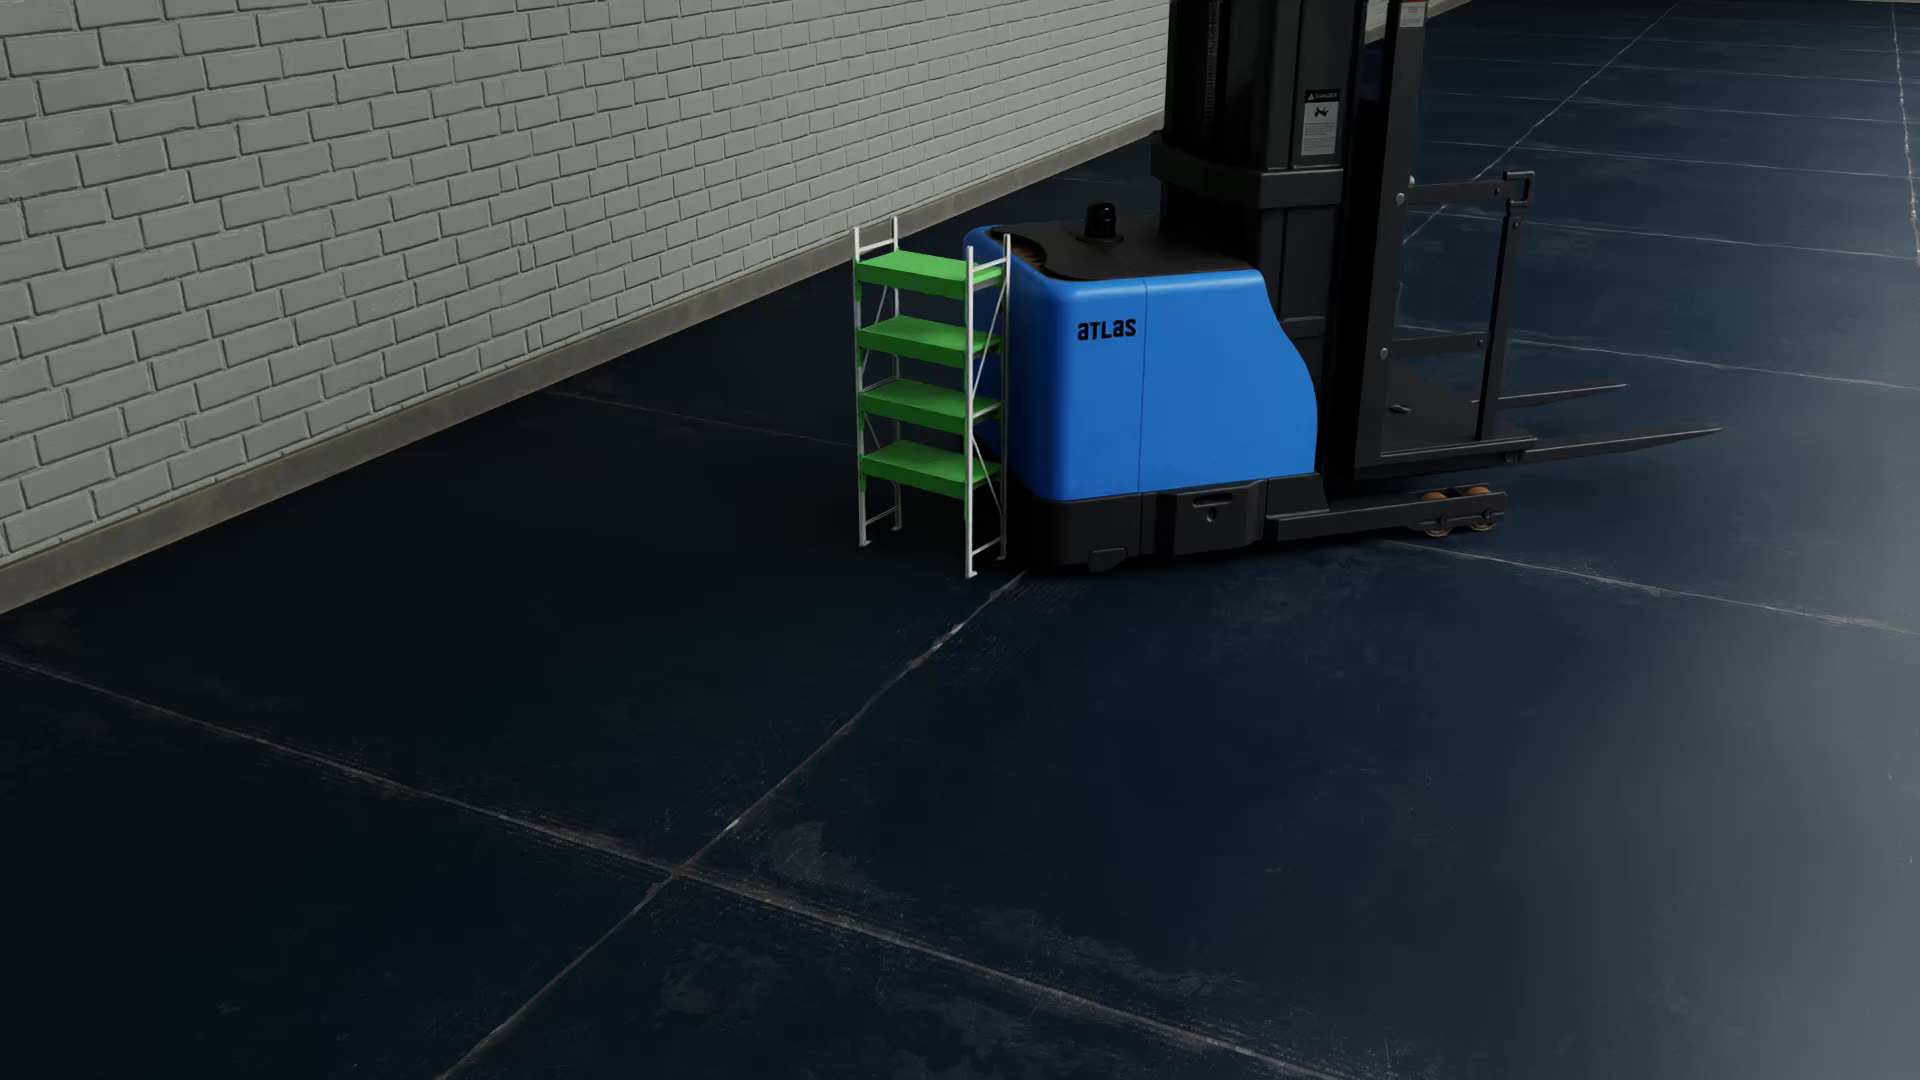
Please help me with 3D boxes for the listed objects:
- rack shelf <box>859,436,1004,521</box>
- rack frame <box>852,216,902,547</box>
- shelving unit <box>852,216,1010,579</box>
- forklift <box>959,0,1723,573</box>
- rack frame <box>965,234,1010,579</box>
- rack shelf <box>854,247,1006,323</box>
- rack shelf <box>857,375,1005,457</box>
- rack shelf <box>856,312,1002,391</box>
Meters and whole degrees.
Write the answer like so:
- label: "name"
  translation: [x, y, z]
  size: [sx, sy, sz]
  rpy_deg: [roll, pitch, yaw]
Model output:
- label: "rack shelf"
  translation: [-0.102, -0.230, 6.068]
  size: [0.480, 0.148, 0.258]
  rpy_deg: [16, 28, 33]
- label: "rack frame"
  translation: [-0.300, -0.566, 6.081]
  size: [0.015, 1.200, 0.240]
  rpy_deg: [16, 28, 33]
- label: "shelving unit"
  translation: [-0.102, -0.510, 5.949]
  size: [0.503, 1.200, 0.258]
  rpy_deg: [16, 28, 33]
- label: "forklift"
  translation: [1.573, -1.550, 6.184]
  size: [3.031, 2.935, 1.130]
  rpy_deg: [-7, 24, -16]
- label: "rack frame"
  translation: [0.096, -0.454, 5.817]
  size: [0.015, 1.200, 0.240]
  rpy_deg: [16, 28, 33]
- label: "rack shelf"
  translation: [-0.102, -0.893, 5.786]
  size: [0.480, 0.148, 0.258]
  rpy_deg: [16, 28, 33]
- label: "rack shelf"
  translation: [-0.102, -0.451, 5.974]
  size: [0.480, 0.148, 0.258]
  rpy_deg: [16, 28, 33]
- label: "rack shelf"
  translation: [-0.102, -0.672, 5.880]
  size: [0.480, 0.148, 0.258]
  rpy_deg: [16, 28, 33]
